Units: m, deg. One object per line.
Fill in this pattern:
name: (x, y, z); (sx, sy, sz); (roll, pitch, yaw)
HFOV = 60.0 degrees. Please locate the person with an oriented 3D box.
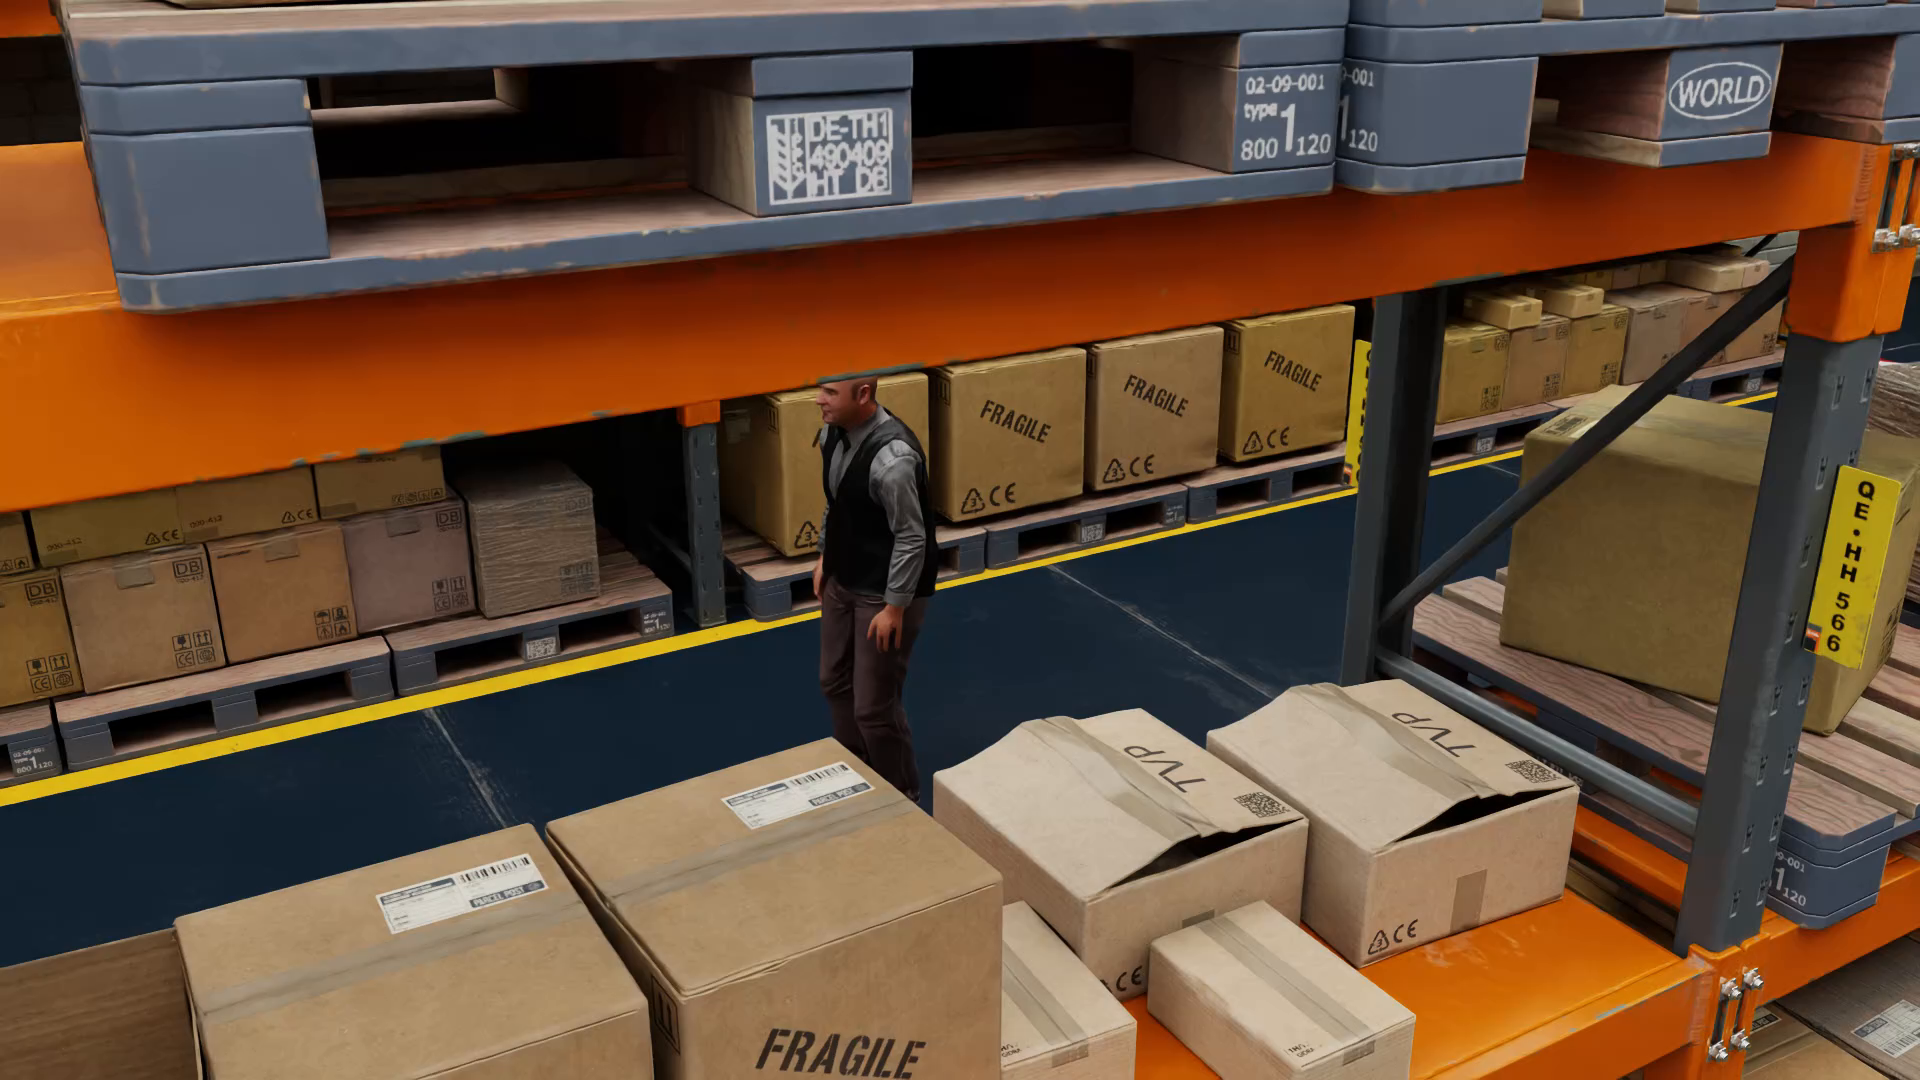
person: (-0.301, 0.170, 5.689); (0.419, 1.721, 0.581); (-12, 25, -28)
